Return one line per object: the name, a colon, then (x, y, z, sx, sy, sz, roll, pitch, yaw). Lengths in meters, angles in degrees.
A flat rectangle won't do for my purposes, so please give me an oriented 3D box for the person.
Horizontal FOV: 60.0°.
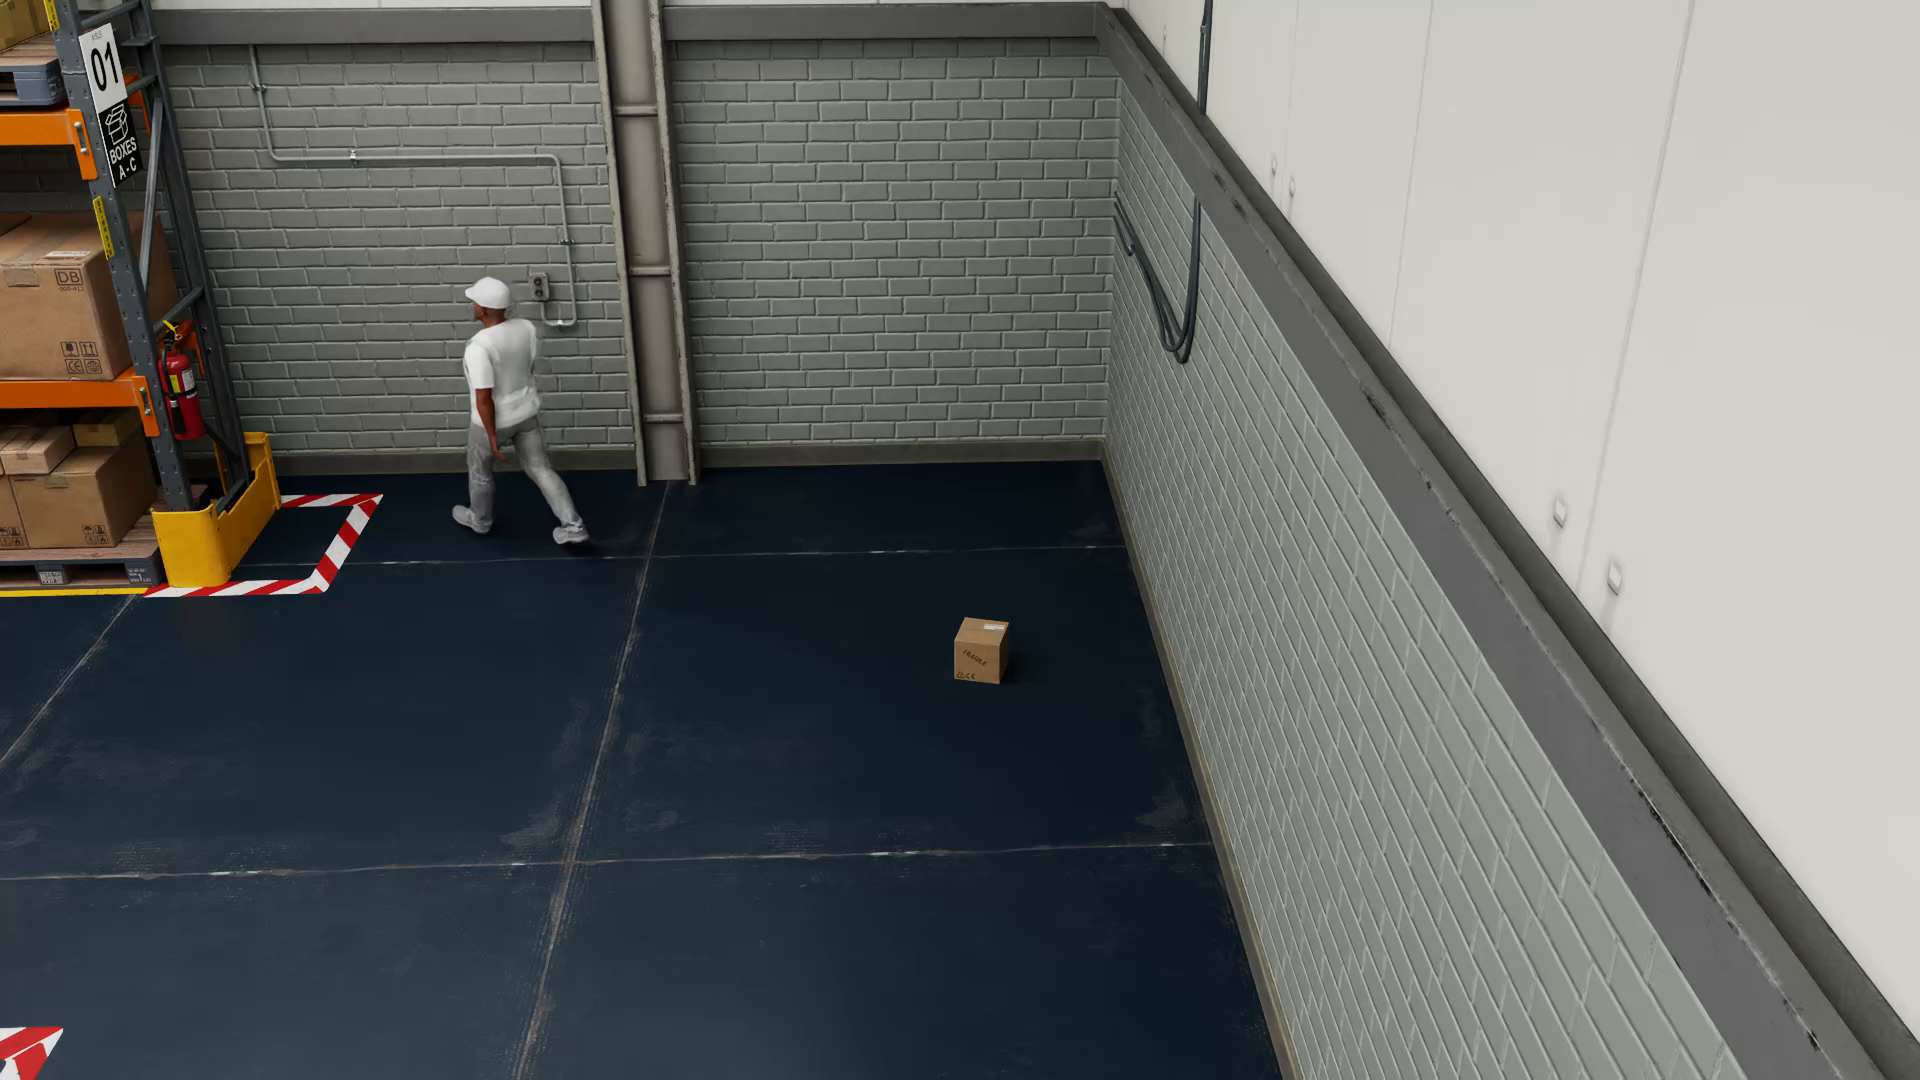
person: (-2.760, -0.772, 10.094, 1.068, 1.724, 0.559, 20, 33, 33)
